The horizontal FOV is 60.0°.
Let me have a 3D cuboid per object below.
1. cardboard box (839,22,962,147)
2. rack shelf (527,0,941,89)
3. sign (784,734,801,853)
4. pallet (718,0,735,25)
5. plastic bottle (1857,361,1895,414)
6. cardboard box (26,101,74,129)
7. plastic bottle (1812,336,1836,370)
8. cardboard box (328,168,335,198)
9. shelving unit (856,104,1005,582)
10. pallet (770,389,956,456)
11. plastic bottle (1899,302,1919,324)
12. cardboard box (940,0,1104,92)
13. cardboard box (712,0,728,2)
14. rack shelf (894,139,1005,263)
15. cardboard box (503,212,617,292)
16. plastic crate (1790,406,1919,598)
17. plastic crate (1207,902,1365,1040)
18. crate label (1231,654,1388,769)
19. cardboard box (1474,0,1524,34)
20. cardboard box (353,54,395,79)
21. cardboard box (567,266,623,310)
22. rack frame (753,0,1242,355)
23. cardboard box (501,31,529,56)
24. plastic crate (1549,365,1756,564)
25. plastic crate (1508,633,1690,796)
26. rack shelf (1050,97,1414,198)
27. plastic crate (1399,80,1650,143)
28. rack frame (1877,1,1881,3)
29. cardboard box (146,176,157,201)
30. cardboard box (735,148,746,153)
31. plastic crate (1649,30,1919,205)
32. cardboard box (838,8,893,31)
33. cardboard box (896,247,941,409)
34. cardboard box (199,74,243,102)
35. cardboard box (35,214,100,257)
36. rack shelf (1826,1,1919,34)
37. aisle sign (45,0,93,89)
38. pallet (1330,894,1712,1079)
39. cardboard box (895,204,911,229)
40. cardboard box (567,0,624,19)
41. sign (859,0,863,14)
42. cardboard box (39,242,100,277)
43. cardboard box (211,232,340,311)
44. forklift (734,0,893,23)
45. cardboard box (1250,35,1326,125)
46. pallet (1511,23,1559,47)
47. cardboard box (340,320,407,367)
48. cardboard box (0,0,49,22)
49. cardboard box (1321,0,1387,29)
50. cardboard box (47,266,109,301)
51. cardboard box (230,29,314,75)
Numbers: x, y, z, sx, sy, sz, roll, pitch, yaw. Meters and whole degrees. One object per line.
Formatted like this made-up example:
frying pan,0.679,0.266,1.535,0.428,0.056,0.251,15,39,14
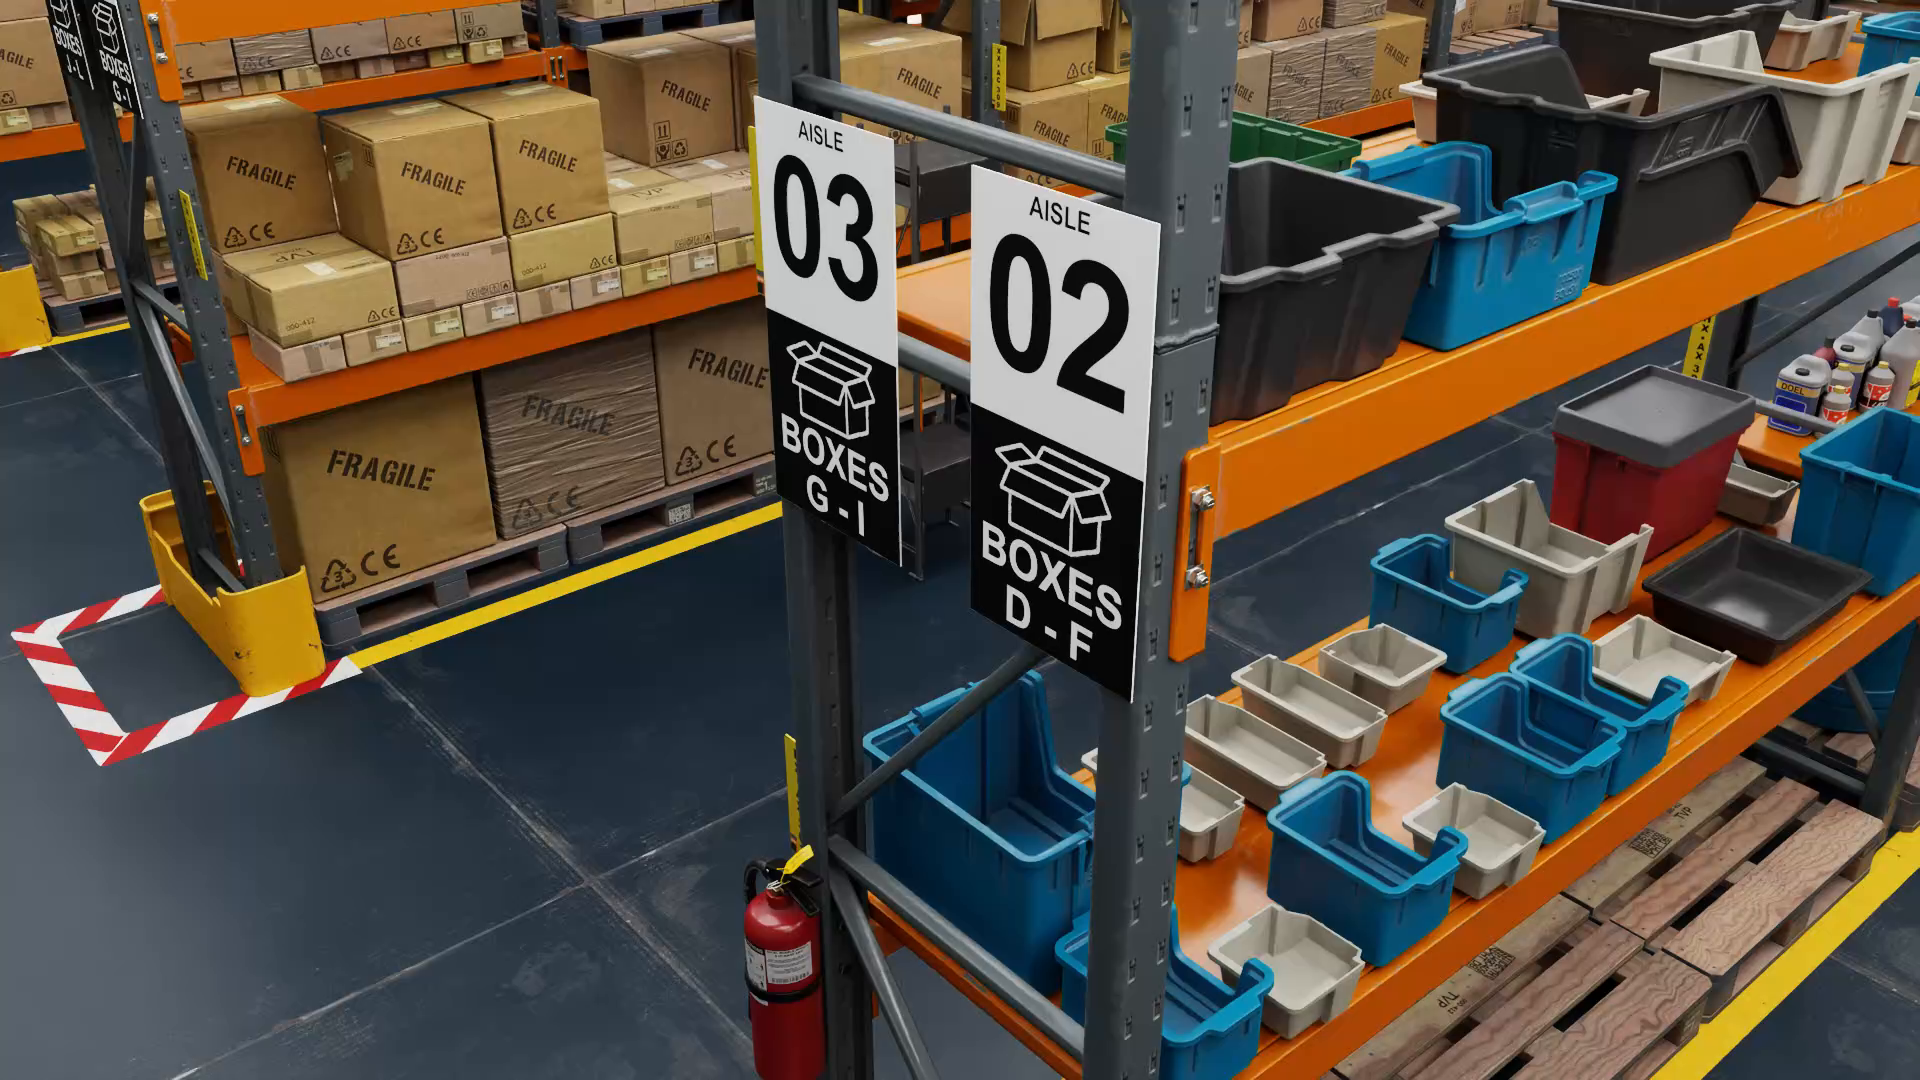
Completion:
cardboard box,-0.339,-2.298,8.416,0.500,0.500,0.500,-21,34,-34
rack shelf,-1.784,-4.243,13.771,4.000,0.370,1.077,-22,35,-35
sign,-0.361,0.596,3.779,0.005,0.325,0.100,-22,35,-35
pallet,-1.742,-4.467,13.630,1.213,0.211,1.003,-22,35,-35
plastic bottle,3.515,-0.585,6.373,0.097,0.201,0.097,0,28,0
cardboard box,-5.722,-2.688,10.365,0.250,0.149,0.380,-20,34,-33
plastic bottle,3.288,-0.635,6.380,0.133,0.283,0.061,-22,35,-35
cardboard box,-4.352,-2.511,11.715,0.250,0.149,0.380,-23,36,-37
shelving unit,-0.126,-0.875,7.660,0.503,2.100,0.431,-22,35,-35
pallet,-0.792,-0.705,9.345,1.213,0.211,1.003,-22,35,-35
plastic bottle,3.803,-0.811,6.717,0.135,0.276,0.152,-22,35,-35
cardboard box,0.318,-2.824,9.182,0.637,0.503,0.797,-23,36,-36
cardboard box,-1.922,-4.295,12.925,0.250,0.149,0.380,-24,36,-37
rack shelf,-0.126,-1.481,7.337,0.480,0.518,0.431,-22,35,-35
cardboard box,-1.890,-1.344,7.427,0.500,0.250,0.500,-23,36,-36
plastic crate,2.918,-0.118,5.241,0.575,0.384,0.392,-22,35,-35
plastic crate,0.708,0.924,3.554,0.298,0.136,0.250,-22,35,-35
crate label,0.938,0.458,4.426,0.243,0.136,0.396,-22,35,-35
cardboard box,3.625,-3.978,11.960,0.500,0.500,0.700,-16,32,-28
cardboard box,-4.137,-3.324,11.555,0.250,0.149,0.380,-24,36,-37
cardboard box,-1.745,-1.189,7.559,0.250,0.149,0.380,-22,35,-35
rack frame,0.009,-1.785,2.043,0.127,3.000,1.000,-22,35,-35
cardboard box,-3.371,-3.666,12.195,0.250,0.149,0.380,-22,35,-35
plastic crate,2.210,-0.235,5.375,0.583,0.464,0.402,-22,35,-35
plastic crate,1.640,0.456,4.329,0.300,0.233,0.416,-22,35,-35
rack shelf,1.359,-2.434,10.385,4.000,0.370,1.077,-22,35,-35
plastic crate,1.420,-1.067,4.162,0.530,0.136,0.437,-22,35,-35
rack frame,8.966,-5.810,15.940,0.127,3.000,1.000,-22,35,-35
cardboard box,-5.529,-2.405,11.517,0.250,0.149,0.380,-24,36,-37
cardboard box,-1.072,-2.004,8.661,0.500,0.250,0.500,-22,35,-35
plastic crate,1.895,-0.978,3.840,0.530,0.282,0.437,-22,35,-35
cardboard box,-0.693,-2.480,8.756,0.500,0.500,0.500,-22,35,-35
cardboard box,-0.717,-1.214,9.148,0.875,0.875,0.875,-22,35,-35
cardboard box,-4.946,-3.019,10.984,0.250,0.149,0.380,-23,36,-36
cardboard box,-5.729,-1.954,10.671,0.250,0.149,0.380,-24,36,-37
rack shelf,4.573,-1.981,6.355,4.000,0.370,1.077,-22,35,-35
aisle sign,-3.455,-2.148,6.328,0.004,0.787,0.394,-22,35,-35
pallet,1.589,1.481,5.255,1.213,0.211,1.003,-22,35,-35
cardboard box,-0.378,-1.739,8.587,0.250,0.149,0.380,-21,35,-34
cardboard box,-2.707,-3.979,12.333,0.250,0.149,0.380,-24,36,-37
sign,-0.523,-2.806,9.175,0.005,0.325,0.100,-22,35,-35
cardboard box,-5.783,-1.852,10.797,0.250,0.149,0.380,-20,34,-33
cardboard box,-3.009,-1.224,7.201,0.500,0.250,0.500,-23,35,-36
forklift,-0.645,-3.100,10.940,3.031,2.935,1.130,-24,37,-38
cardboard box,1.889,-2.857,10.307,0.500,0.500,0.500,-23,36,-36
pallet,4.359,-3.898,12.566,1.213,0.211,1.003,-22,35,-35
cardboard box,-2.527,-0.874,6.969,0.250,0.149,0.380,-22,35,-36
cardboard box,-5.834,-3.383,9.916,0.500,0.500,0.500,-22,35,-35
cardboard box,2.313,-3.631,10.692,0.637,0.503,0.797,-21,34,-33
cardboard box,-5.742,-1.698,10.824,0.250,0.149,0.380,-21,35,-34
cardboard box,-4.672,-3.415,11.036,0.500,0.500,0.500,-23,36,-36
